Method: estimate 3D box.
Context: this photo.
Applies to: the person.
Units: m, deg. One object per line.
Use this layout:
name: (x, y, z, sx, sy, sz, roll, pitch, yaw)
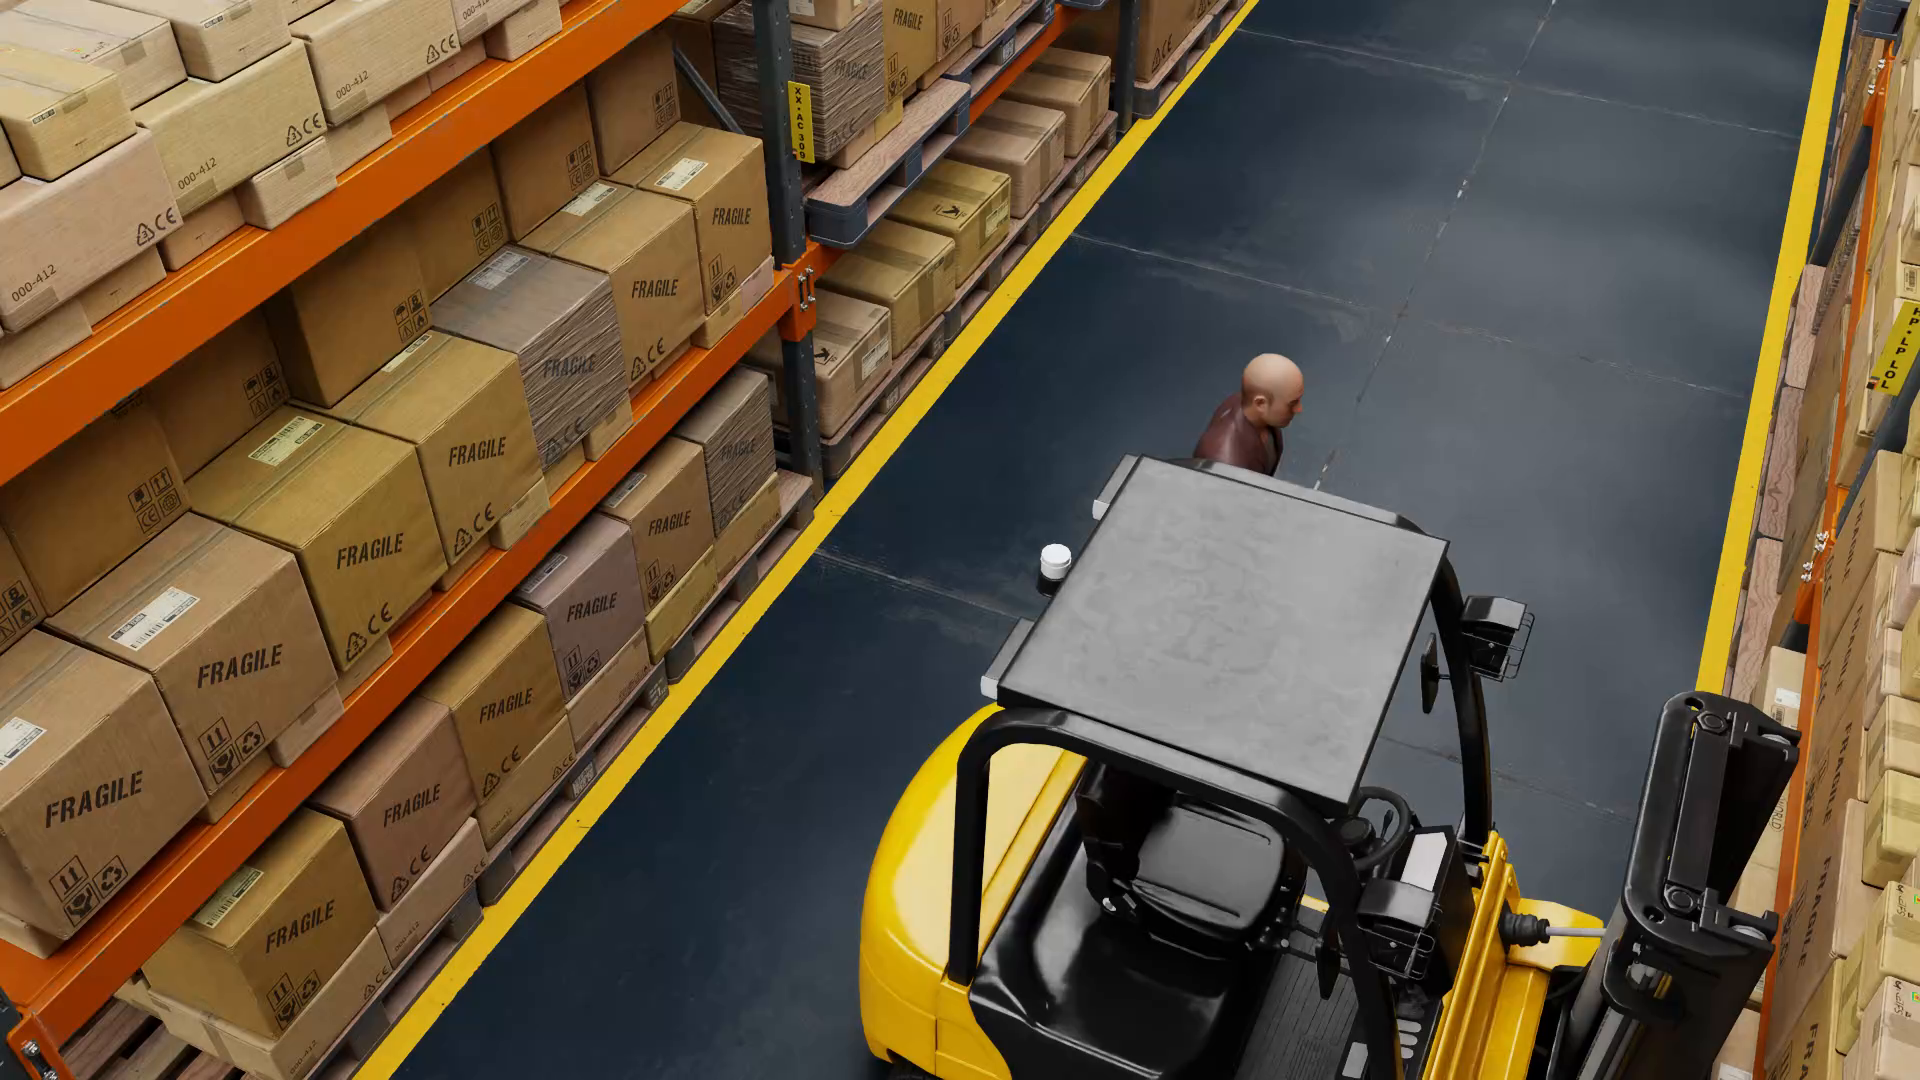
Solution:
person: (0.995, 0.063, 6.100, 0.428, 1.773, 0.643, 17, 44, 19)
